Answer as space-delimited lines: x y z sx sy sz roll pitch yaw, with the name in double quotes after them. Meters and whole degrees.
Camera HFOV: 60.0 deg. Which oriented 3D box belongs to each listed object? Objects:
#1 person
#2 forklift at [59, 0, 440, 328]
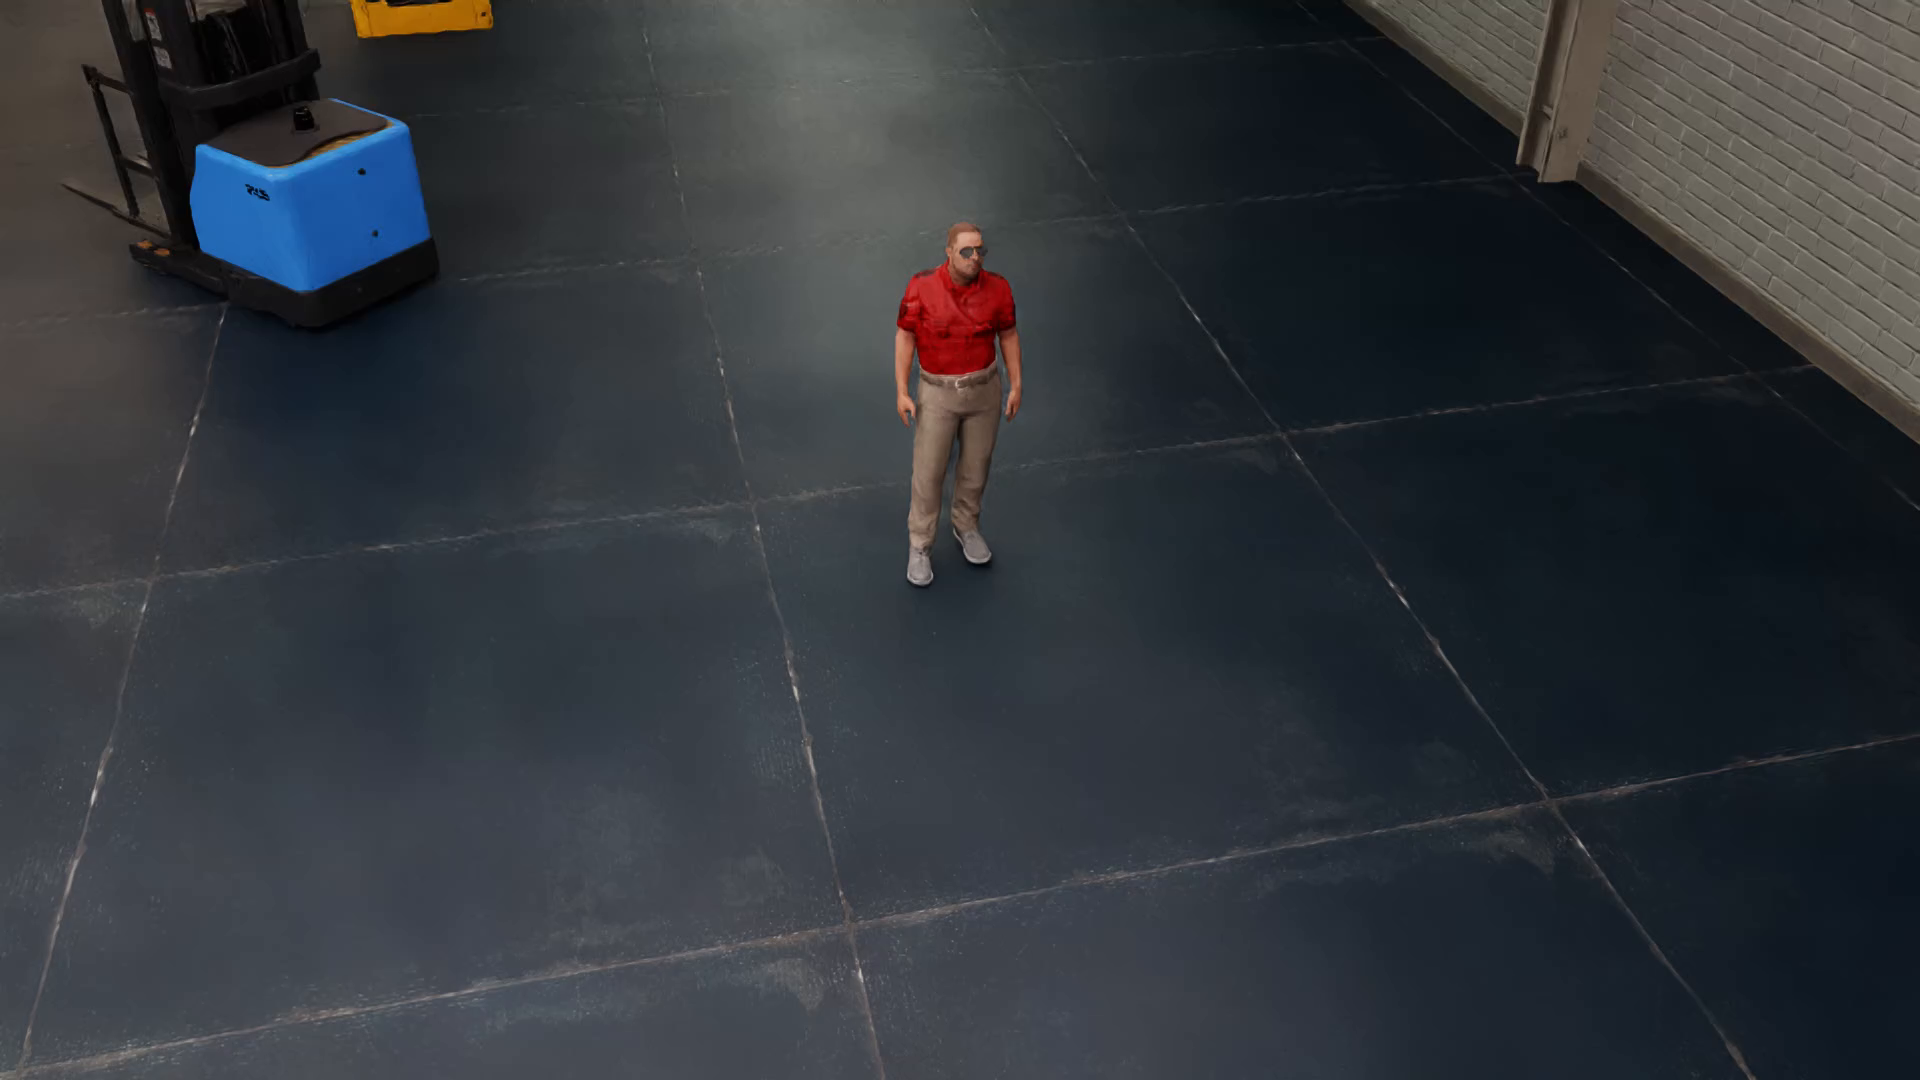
0.009 -0.655 7.977 0.640 1.726 0.550 -8 36 -11 "person"
-4.907 -3.179 10.467 3.031 2.935 1.130 22 41 28 "forklift"
